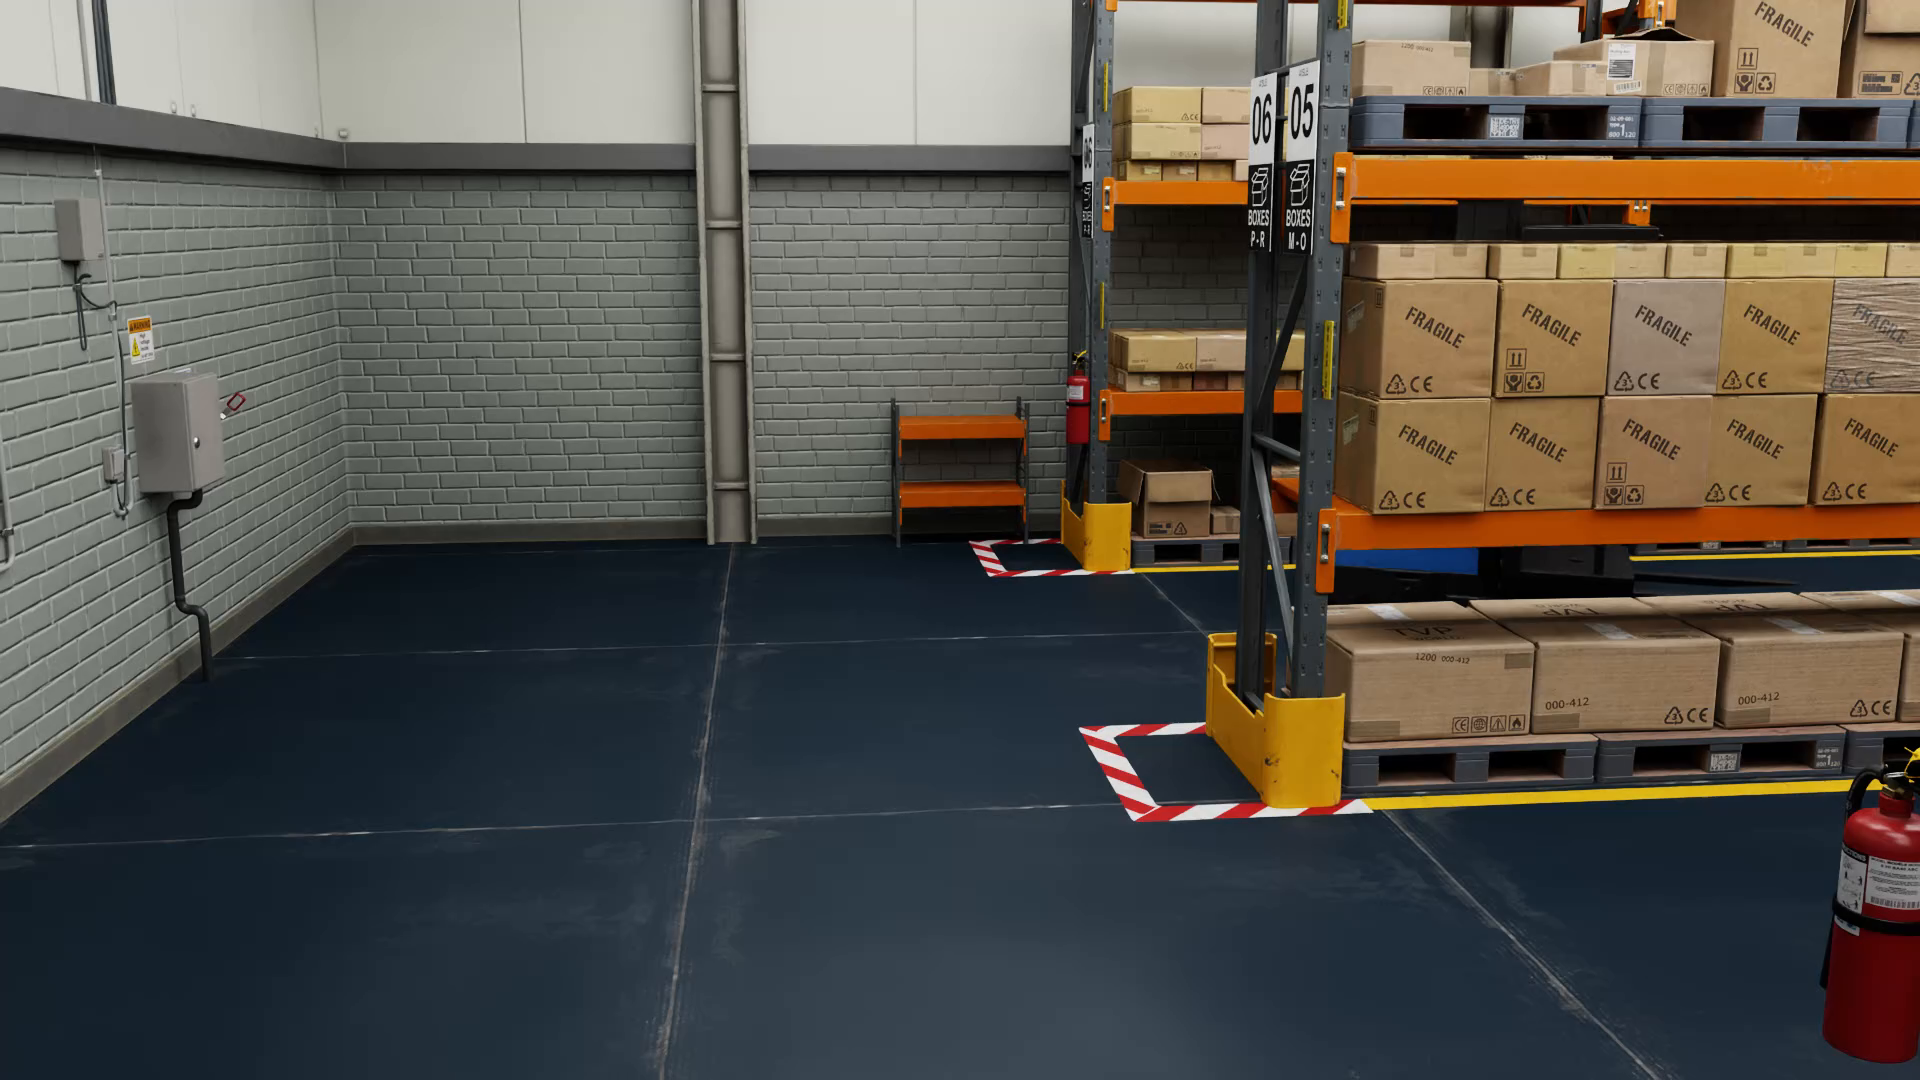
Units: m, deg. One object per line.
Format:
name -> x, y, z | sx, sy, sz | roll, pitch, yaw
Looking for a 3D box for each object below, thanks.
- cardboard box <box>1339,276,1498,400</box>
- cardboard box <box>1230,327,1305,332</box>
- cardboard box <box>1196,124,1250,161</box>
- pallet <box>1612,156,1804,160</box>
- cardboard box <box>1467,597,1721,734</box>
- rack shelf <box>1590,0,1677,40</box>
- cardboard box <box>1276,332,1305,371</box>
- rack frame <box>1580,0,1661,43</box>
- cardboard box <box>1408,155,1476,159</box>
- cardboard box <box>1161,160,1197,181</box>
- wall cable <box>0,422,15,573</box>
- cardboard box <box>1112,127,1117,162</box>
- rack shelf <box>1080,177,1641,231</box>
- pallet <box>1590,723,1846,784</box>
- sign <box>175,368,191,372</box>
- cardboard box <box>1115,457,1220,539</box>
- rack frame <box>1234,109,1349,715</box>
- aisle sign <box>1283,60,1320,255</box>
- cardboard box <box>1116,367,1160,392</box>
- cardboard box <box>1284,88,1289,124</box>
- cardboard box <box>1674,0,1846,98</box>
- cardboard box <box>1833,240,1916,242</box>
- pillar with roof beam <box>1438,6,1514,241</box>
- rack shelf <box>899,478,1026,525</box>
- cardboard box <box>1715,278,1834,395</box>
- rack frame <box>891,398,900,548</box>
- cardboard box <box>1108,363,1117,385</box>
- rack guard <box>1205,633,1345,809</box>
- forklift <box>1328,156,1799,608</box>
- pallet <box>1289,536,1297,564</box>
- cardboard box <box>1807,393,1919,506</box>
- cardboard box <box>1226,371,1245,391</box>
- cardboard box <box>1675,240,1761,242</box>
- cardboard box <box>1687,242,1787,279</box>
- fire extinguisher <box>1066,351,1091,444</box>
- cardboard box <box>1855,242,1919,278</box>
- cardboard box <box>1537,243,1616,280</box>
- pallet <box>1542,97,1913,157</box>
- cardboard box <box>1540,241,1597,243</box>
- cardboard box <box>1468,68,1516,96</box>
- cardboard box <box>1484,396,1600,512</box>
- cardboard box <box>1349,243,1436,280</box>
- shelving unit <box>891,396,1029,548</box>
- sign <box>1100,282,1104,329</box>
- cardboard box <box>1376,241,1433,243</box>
cardboard box -> 2.001, -0.896, 7.298 | 0.500, 0.500, 0.500 | -1, 11, -7
cardboard box -> 2.387, -1.505, 12.867 | 0.500, 0.250, 0.500 | -1, 11, -4
cardboard box -> 1.927, -2.868, 12.023 | 0.500, 0.250, 0.500 | -1, 11, -5
pallet -> 5.586, -2.816, 12.626 | 1.003, 0.211, 1.213 | -1, 11, -6
cardboard box -> 3.047, 0.597, 8.110 | 0.875, 0.438, 0.875 | -1, 11, -5
rack shelf -> 6.918, -3.872, 12.637 | 4.000, 0.370, 1.077 | -1, 11, -6
cardboard box -> 2.438, -1.405, 12.354 | 0.500, 0.250, 0.500 | -1, 11, -7
rack frame -> 4.930, -4.380, 12.318 | 0.127, 3.000, 1.000 | -1, 11, -6
cardboard box -> 3.451, -2.901, 12.189 | 0.500, 0.250, 0.500 | -1, 11, -5
cardboard box -> 1.553, -2.674, 12.068 | 0.250, 0.149, 0.380 | -1, 11, -5
wall cable -> -4.110, -0.793, 6.909 | 0.123, 1.953, 0.585 | -1, 11, -6
cardboard box -> 1.366, -2.958, 12.481 | 0.500, 0.250, 0.500 | -1, 11, -7
rack shelf -> 2.941, -2.513, 12.464 | 4.000, 0.370, 1.077 | -1, 11, -6
pallet -> 3.490, 0.911, 8.187 | 1.213, 0.211, 1.003 | -1, 11, -6
sign -> -4.451, -0.729, 9.544 | 0.001, 0.494, 0.329 | -1, 11, -6
cardboard box -> 1.571, -0.328, 12.645 | 0.637, 0.503, 0.797 | -2, 11, -8
rack frame -> 1.493, -0.401, 7.631 | 0.127, 3.000, 1.000 | -1, 11, -6
aisle sign -> 1.453, -1.619, 7.090 | 0.004, 0.787, 0.394 | -1, 11, -6
cardboard box -> 1.310, -1.184, 12.264 | 0.250, 0.149, 0.380 | -1, 11, -7
cardboard box -> 2.427, -3.123, 12.025 | 0.500, 0.250, 0.500 | -1, 11, -7
cardboard box -> 3.513, -2.190, 7.349 | 0.500, 0.500, 0.500 | -1, 11, -5
cardboard box -> 4.371, -1.370, 8.028 | 0.250, 0.149, 0.380 | -1, 11, -6
pillar with roof beam -> 4.605, -3.712, 8.924 | 0.400, 9.000, 9.100 | -1, 11, -6
rack shelf -> -0.006, -0.312, 13.305 | 1.000, 0.278, 0.538 | -1, 11, -6
cardboard box -> 3.521, -0.931, 7.475 | 0.500, 0.500, 0.500 | -1, 11, -6
rack frame -> -0.511, -0.541, 13.203 | 0.032, 1.125, 0.500 | -1, 11, -6
cardboard box -> 1.254, -1.288, 12.794 | 0.250, 0.149, 0.380 | -1, 11, -7
rack guard -> 1.469, 0.826, 7.869 | 0.348, 0.500, 1.175 | -1, 11, -6
forklift -> 3.903, -0.977, 10.738 | 3.031, 2.935, 1.130 | 4, 12, 19
pallet -> 3.031, -0.027, 12.961 | 1.213, 0.211, 1.003 | -1, 11, -6
cardboard box -> 4.027, -0.449, 7.619 | 0.500, 0.500, 0.500 | -1, 11, -7
cardboard box -> 2.073, -1.203, 12.365 | 0.250, 0.149, 0.380 | -1, 11, -4
cardboard box -> 3.612, -1.357, 7.963 | 0.250, 0.149, 0.380 | -1, 11, -6
cardboard box -> 3.422, -1.237, 7.353 | 0.250, 0.149, 0.380 | -1, 11, -7
fire extinguisher -> 0.857, -1.040, 12.049 | 0.183, 0.674, 0.296 | -1, 11, -6
cardboard box -> 4.180, -1.266, 7.498 | 0.250, 0.149, 0.380 | -1, 11, -7
cardboard box -> 2.659, -1.225, 7.288 | 0.250, 0.149, 0.380 | -2, 11, -8
pallet -> 3.445, -1.873, 7.571 | 1.213, 0.211, 1.003 | -1, 11, -6
cardboard box -> 2.848, -1.325, 7.800 | 0.250, 0.149, 0.380 | -1, 11, -7
cardboard box -> 2.339, -2.055, 7.573 | 0.250, 0.149, 0.380 | -2, 11, -10
cardboard box -> 2.501, -0.421, 7.473 | 0.500, 0.500, 0.500 | -1, 11, -7
cardboard box -> 1.876, -1.213, 7.230 | 0.250, 0.149, 0.380 | -1, 11, -5
shelving unit -> -0.006, -0.552, 13.258 | 1.048, 1.125, 0.538 | -1, 11, -6
sign -> 1.012, -1.673, 11.860 | 0.005, 0.325, 0.100 | -1, 11, -6
cardboard box -> 2.078, -1.315, 7.746 | 0.250, 0.149, 0.380 | -1, 11, -5
